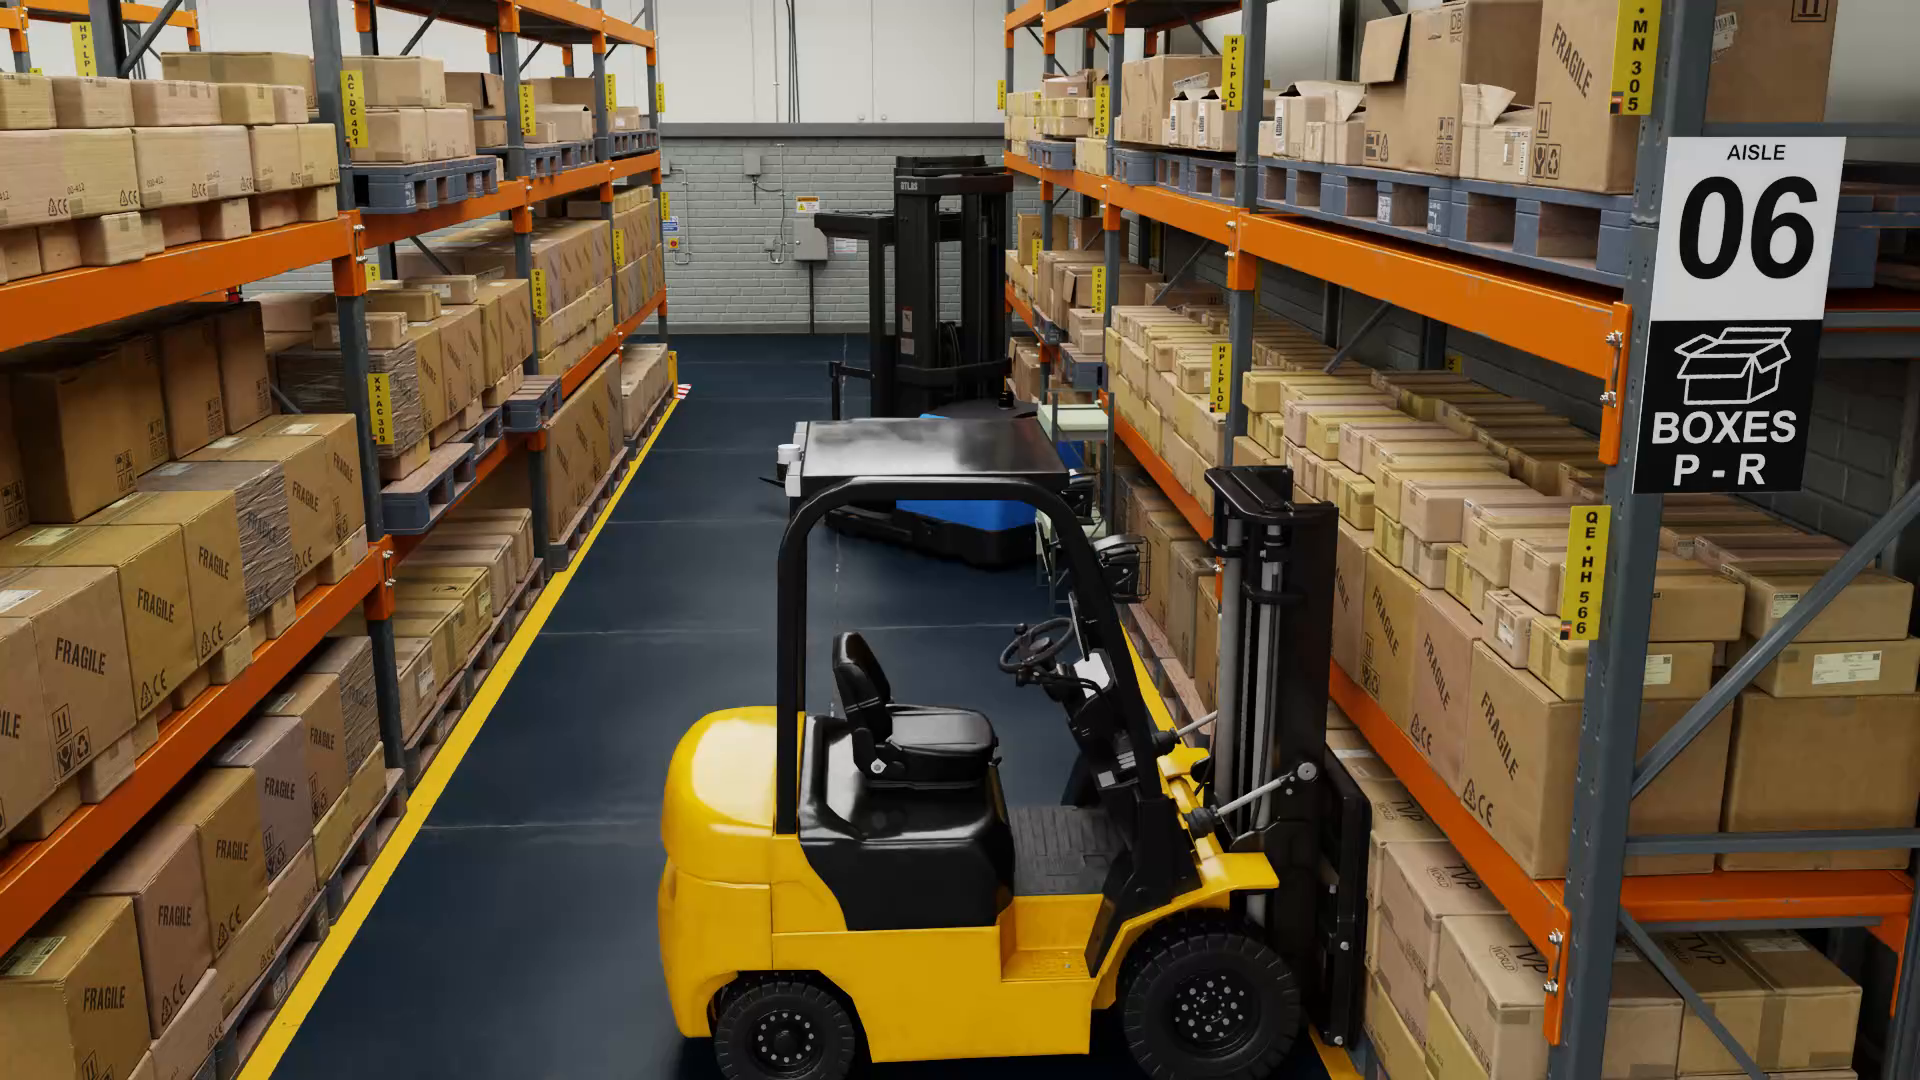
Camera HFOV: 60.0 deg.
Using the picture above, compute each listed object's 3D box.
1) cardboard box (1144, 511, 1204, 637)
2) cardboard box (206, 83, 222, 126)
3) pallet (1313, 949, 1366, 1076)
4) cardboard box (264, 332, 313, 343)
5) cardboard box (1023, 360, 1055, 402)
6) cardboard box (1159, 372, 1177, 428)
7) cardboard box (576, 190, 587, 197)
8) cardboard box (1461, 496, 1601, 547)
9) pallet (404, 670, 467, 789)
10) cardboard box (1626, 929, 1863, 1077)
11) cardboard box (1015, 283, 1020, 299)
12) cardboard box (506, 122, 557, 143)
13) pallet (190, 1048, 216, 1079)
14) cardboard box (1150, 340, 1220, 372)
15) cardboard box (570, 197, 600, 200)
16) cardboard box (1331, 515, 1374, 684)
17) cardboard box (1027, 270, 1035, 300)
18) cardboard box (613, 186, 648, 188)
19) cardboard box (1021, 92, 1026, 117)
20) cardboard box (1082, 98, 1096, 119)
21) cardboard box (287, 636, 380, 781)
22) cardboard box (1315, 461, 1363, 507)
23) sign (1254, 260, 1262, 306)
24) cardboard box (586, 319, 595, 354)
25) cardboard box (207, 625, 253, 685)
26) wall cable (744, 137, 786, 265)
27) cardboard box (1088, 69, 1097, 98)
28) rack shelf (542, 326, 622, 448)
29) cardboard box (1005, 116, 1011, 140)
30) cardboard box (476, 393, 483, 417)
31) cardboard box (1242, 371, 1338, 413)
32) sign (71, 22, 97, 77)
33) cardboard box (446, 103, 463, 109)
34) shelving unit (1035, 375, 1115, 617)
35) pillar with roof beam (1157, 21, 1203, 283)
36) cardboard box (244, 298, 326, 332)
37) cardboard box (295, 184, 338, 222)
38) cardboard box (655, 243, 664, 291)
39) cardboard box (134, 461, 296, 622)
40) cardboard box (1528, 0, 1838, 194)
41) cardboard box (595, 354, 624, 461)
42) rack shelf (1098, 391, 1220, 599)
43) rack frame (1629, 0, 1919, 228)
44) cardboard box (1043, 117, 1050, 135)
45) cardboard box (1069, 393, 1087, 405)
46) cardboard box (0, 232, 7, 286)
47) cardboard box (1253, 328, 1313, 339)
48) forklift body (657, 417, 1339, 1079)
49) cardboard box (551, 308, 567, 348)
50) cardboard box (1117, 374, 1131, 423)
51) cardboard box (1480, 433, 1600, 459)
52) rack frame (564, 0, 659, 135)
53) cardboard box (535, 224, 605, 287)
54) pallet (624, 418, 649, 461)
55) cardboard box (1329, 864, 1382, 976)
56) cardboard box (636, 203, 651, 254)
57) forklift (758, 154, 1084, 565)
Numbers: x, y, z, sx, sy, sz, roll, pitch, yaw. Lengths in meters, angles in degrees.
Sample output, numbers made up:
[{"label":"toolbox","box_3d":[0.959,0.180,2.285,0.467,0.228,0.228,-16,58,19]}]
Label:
[{"label":"cardboard box","box_3d":[1.632,0.191,10.185,0.875,0.625,0.625,-1,15,-6]},{"label":"cardboard box","box_3d":[-2.872,-1.551,5.919,0.380,0.149,0.250,-1,14,-5]},{"label":"pallet","box_3d":[1.850,1.607,6.355,1.003,0.211,1.213,-1,14,-3]},{"label":"cardboard box","box_3d":[-3.479,-0.799,8.470,0.500,0.500,0.500,-1,14,-3]},{"label":"cardboard box","box_3d":[1.043,-1.598,17.391,0.700,0.500,0.500,-1,14,-6]},{"label":"cardboard box","box_3d":[1.414,-0.788,9.368,0.500,0.250,0.500,-1,14,-2]},{"label":"cardboard box","box_3d":[-4.122,-3.584,17.426,0.380,0.149,0.250,-1,14,-3]},{"label":"cardboard box","box_3d":[1.749,-0.032,5.031,0.380,0.149,0.250,-1,14,-3]},{"label":"pallet","box_3d":[-3.239,0.989,8.760,1.003,0.211,1.213,-1,14,-3]},{"label":"cardboard box","box_3d":[2.171,1.271,4.736,0.500,0.250,0.500,-1,14,-4]},{"label":"cardboard box","box_3d":[0.798,-2.701,18.009,0.380,0.149,0.250,-1,14,-5]},{"label":"cardboard box","box_3d":[-3.418,-3.233,13.177,0.380,0.166,0.250,0,14,1]},{"label":"pallet","box_3d":[-2.962,1.956,5.002,1.003,0.211,1.213,-1,14,-3]},{"label":"cardboard box","box_3d":[1.319,-1.072,9.670,0.380,0.149,0.250,-1,14,-5]},{"label":"cardboard box","box_3d":[-3.536,-3.213,15.987,0.380,0.149,0.250,-1,14,-4]},{"label":"cardboard box","box_3d":[1.622,0.201,6.025,0.500,0.500,0.500,-1,14,-3]},{"label":"cardboard box","box_3d":[0.948,-2.554,16.637,0.500,0.250,0.500,-1,14,-3]},{"label":"cardboard box","box_3d":[-3.671,-3.850,18.462,0.380,0.149,0.250,-1,14,-2]},{"label":"cardboard box","box_3d":[0.897,-4.504,17.192,0.500,0.250,0.500,0,14,-2]},{"label":"cardboard box","box_3d":[1.137,-3.299,12.711,0.380,0.149,0.250,-1,14,-5]},{"label":"cardboard box","box_3d":[-2.885,0.740,7.301,0.500,0.500,0.500,-1,14,-4]},{"label":"cardboard box","box_3d":[1.572,-0.206,6.305,0.380,0.149,0.250,-1,14,-5]},{"label":"sign","box_3d":[2.070,-1.811,11.720,0.100,0.325,0.005,-1,14,-3]},{"label":"cardboard box","box_3d":[-3.363,-1.725,14.011,0.500,0.250,0.500,-1,14,-5]},{"label":"cardboard box","box_3d":[-2.761,0.409,5.921,0.380,0.149,0.250,-1,14,-3]},{"label":"wall cable","box_3d":[-2.891,-5.071,24.678,0.588,1.984,0.122,-1,14,-3]},{"label":"cardboard box","box_3d":[1.356,-4.088,14.906,0.396,0.266,0.258,-1,14,-4]},{"label":"rack shelf","box_3d":[-3.561,-1.312,13.549,1.077,0.370,4.000,-1,14,-3]},{"label":"cardboard box","box_3d":[0.775,-4.640,18.723,0.500,0.250,0.500,-1,14,-4]},{"label":"cardboard box","box_3d":[-3.007,-0.783,9.709,0.380,0.149,0.250,-1,14,-5]},{"label":"cardboard box","box_3d":[1.488,-0.668,7.505,0.380,0.149,0.250,-1,14,-2]},{"label":"sign","box_3d":[-3.743,-2.052,7.136,0.100,0.325,0.005,-1,14,-3]},{"label":"cardboard box","box_3d":[-3.315,-2.287,9.667,0.797,0.503,0.637,-1,14,-3]},{"label":"shelving unit","box_3d":[0.767,-0.311,11.225,0.431,1.500,0.755,-1,14,-4]},{"label":"pillar with roof beam","box_3d":[-2.172,-5.261,15.415,9.100,9.000,0.400,-1,14,-3]},{"label":"cardboard box","box_3d":[-3.499,-1.161,8.575,0.380,0.149,0.250,-1,14,-5]},{"label":"cardboard box","box_3d":[-2.865,-1.425,7.030,0.380,0.149,0.250,-1,14,-3]},{"label":"cardboard box","box_3d":[-3.639,-3.085,18.796,0.500,0.500,0.500,-1,14,-3]},{"label":"cardboard box","box_3d":[-2.838,0.003,6.197,0.500,0.500,0.500,0,14,-2]},{"label":"cardboard box","box_3d":[1.741,-1.110,4.057,0.500,0.500,0.500,0,14,-2]},{"label":"cardboard box","box_3d":[-3.567,-1.179,15.010,0.875,0.875,0.875,0,14,-2]},{"label":"rack shelf","box_3d":[1.640,-0.395,9.984,1.077,0.370,4.000,-1,14,-3]},{"label":"rack frame","box_3d":[2.012,-2.156,3.347,1.000,3.000,0.127,-1,14,-3]},{"label":"cardboard box","box_3d":[0.915,-3.547,14.233,0.380,0.149,0.250,-1,14,-3]},{"label":"cardboard box","box_3d":[1.156,-1.187,14.491,0.380,0.149,0.250,-1,14,-4]},{"label":"cardboard box","box_3d":[-2.726,-0.722,4.298,0.380,0.149,0.250,0,14,-2]},{"label":"cardboard box","box_3d":[1.944,-1.210,10.205,0.380,0.149,0.250,-1,14,-4]},{"label":"forklift body","box_3d":[0.074,0.717,5.924,2.313,2.155,1.214,-1,14,-3]},{"label":"cardboard box","box_3d":[-3.253,-1.591,12.487,0.500,0.250,0.500,-1,14,-2]},{"label":"cardboard box","box_3d":[1.326,-0.928,10.916,0.500,0.250,0.500,-1,14,-5]},{"label":"cardboard box","box_3d":[2.117,-0.295,6.054,0.380,0.149,0.250,0,14,-2]},{"label":"rack frame","box_3d":[-3.933,-6.058,18.511,1.000,3.000,0.127,-1,14,-3]},{"label":"cardboard box","box_3d":[-3.368,-2.454,14.339,0.500,0.500,0.500,-1,14,-2]},{"label":"pallet","box_3d":[-3.654,-0.997,16.480,1.003,0.211,1.213,-1,14,-3]},{"label":"cardboard box","box_3d":[1.597,1.266,5.758,0.500,0.250,0.500,-1,14,-5]},{"label":"cardboard box","box_3d":[-3.577,-3.316,17.688,0.500,0.500,0.500,-1,14,-4]},{"label":"forklift","box_3d":[-0.435,-1.531,13.095,1.130,2.935,3.031,-14,20,-42]}]
